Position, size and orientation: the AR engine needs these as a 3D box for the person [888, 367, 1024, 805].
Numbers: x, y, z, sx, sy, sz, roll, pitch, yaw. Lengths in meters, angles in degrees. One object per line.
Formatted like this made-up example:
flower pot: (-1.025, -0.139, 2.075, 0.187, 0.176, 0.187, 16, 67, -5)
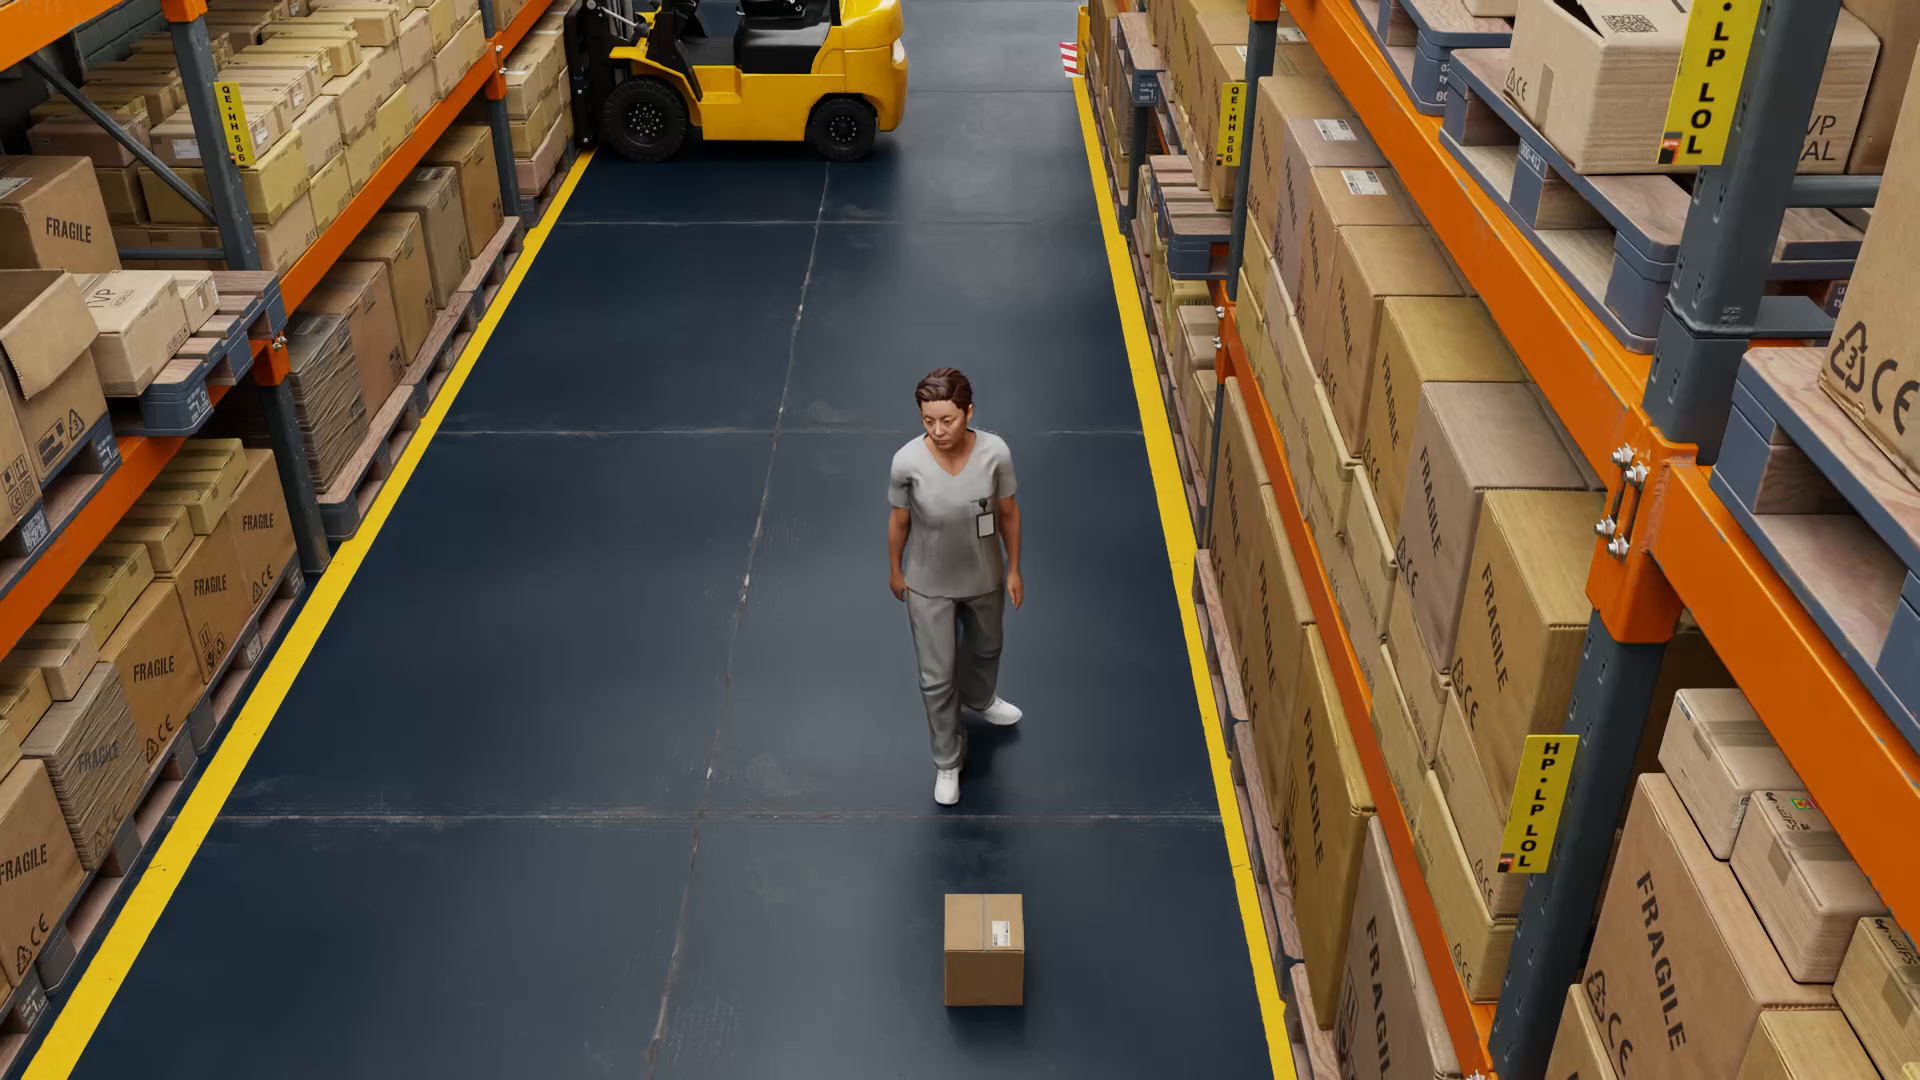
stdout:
person: (0.010, 0.114, 5.950, 0.527, 1.669, 0.600, -7, 32, -12)
